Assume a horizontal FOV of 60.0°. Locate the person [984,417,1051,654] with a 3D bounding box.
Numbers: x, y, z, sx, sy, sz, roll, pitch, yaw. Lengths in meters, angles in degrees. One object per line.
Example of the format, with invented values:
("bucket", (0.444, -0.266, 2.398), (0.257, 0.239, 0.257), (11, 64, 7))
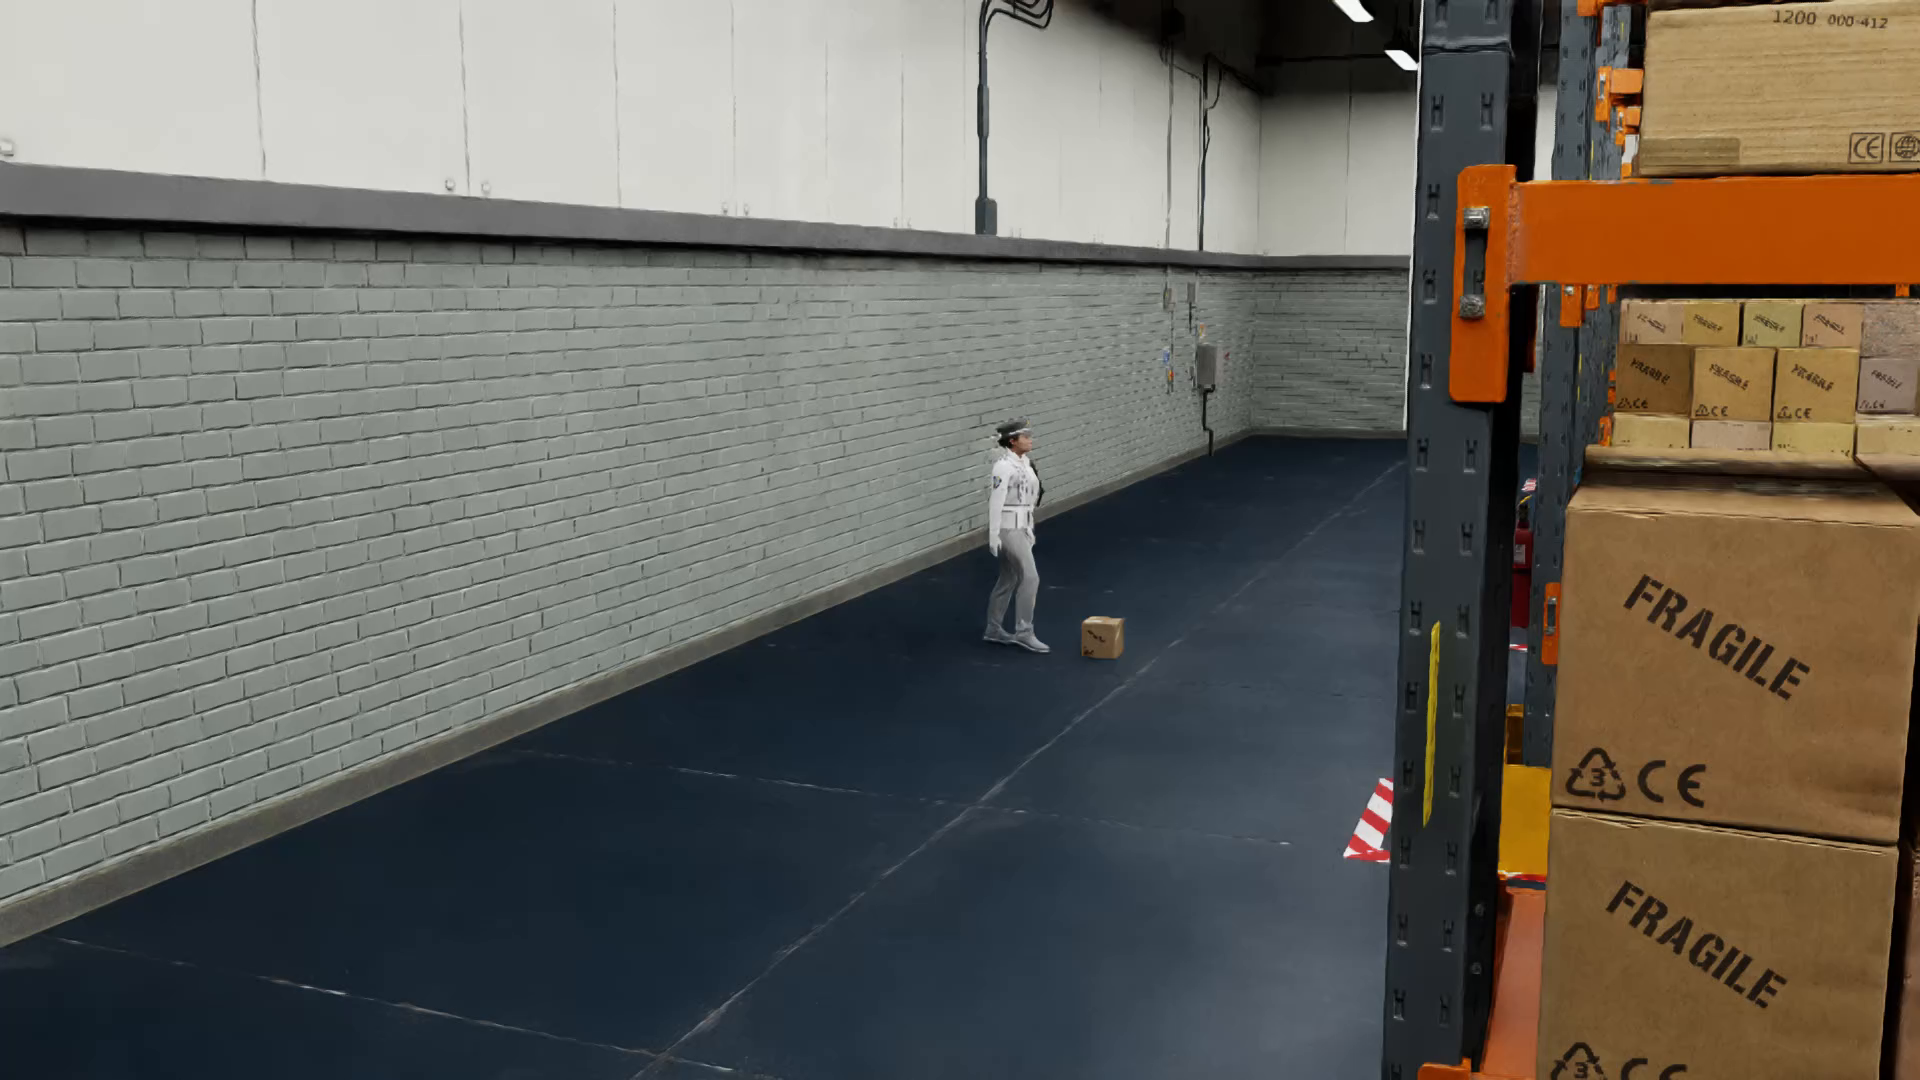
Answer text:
("person", (0.444, -0.060, 12.100), (0.575, 1.682, 0.478), (3, 9, 20))
